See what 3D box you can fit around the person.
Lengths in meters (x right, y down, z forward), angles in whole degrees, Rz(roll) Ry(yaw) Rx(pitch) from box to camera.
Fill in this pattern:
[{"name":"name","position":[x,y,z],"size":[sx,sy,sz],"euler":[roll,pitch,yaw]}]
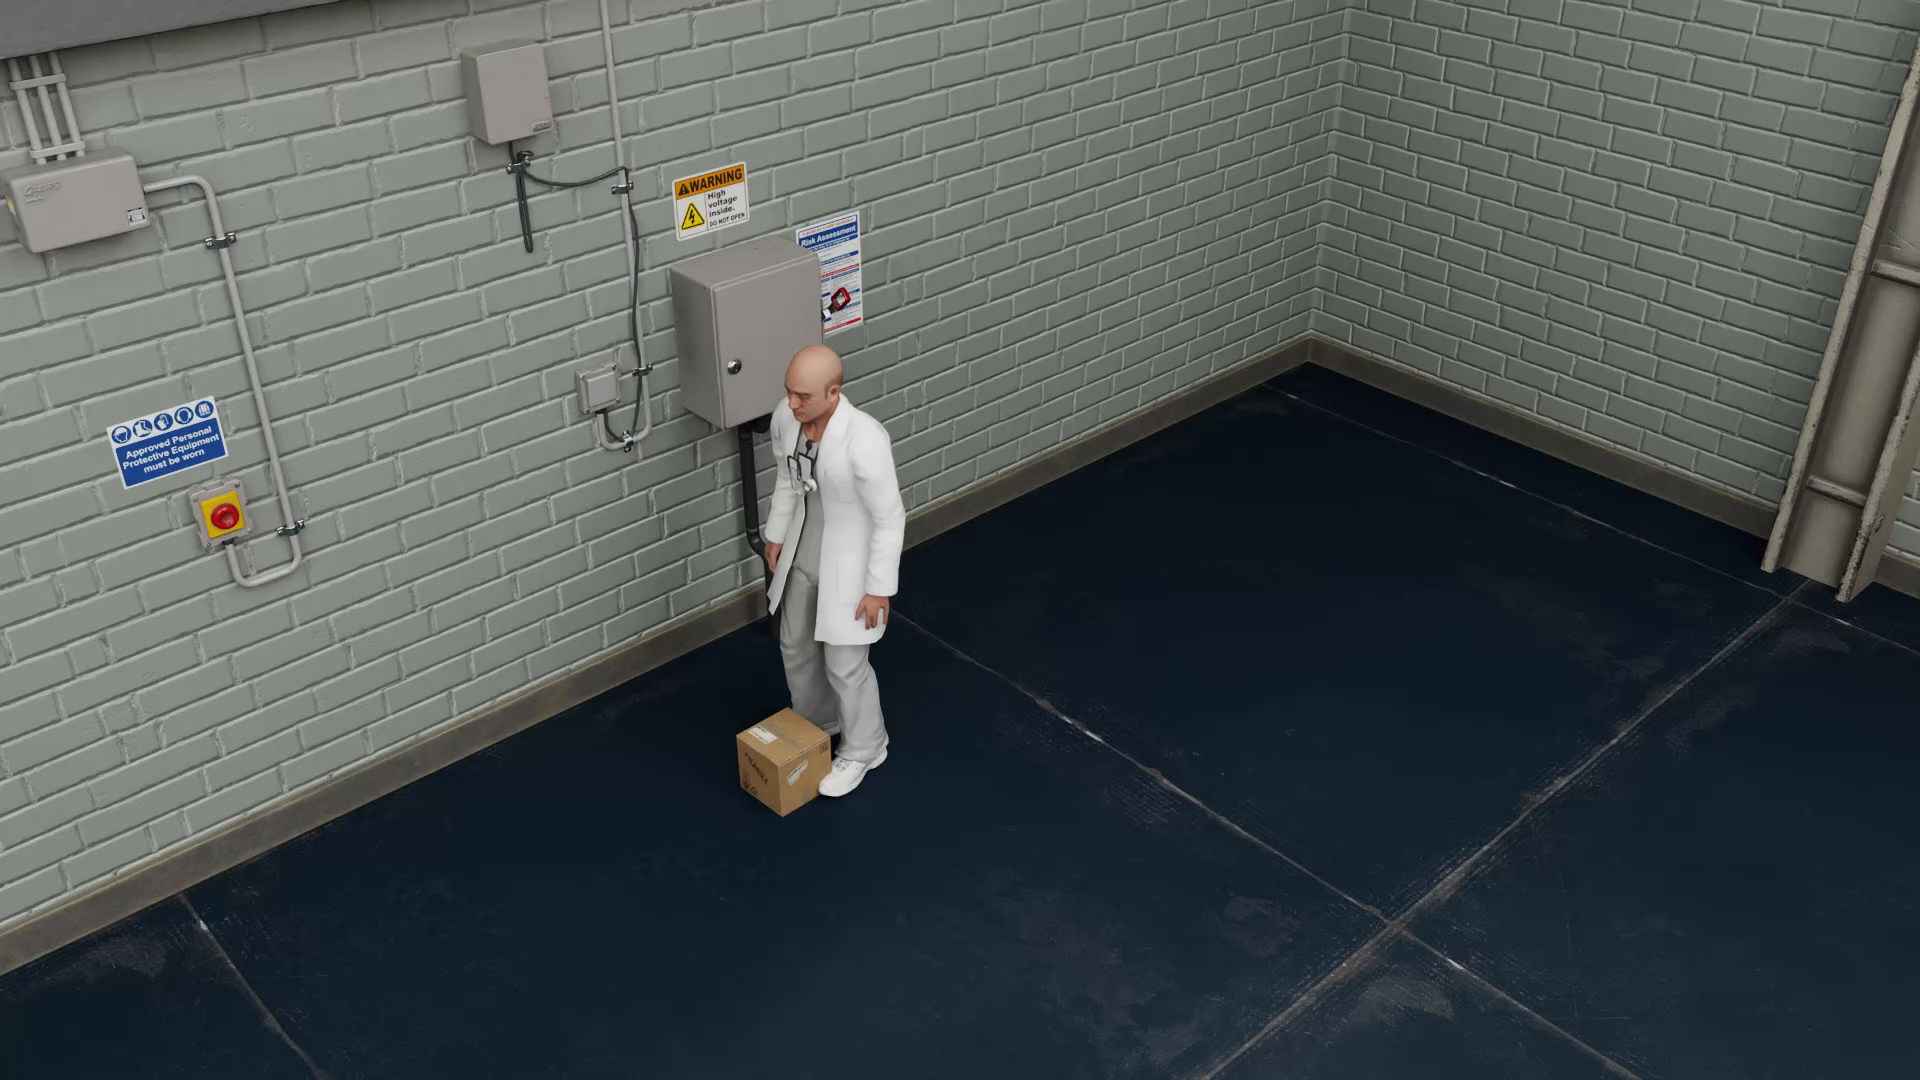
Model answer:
[{"name":"person","position":[-0.470,0.094,5.997],"size":[0.644,1.772,0.429],"euler":[27,40,36]}]
